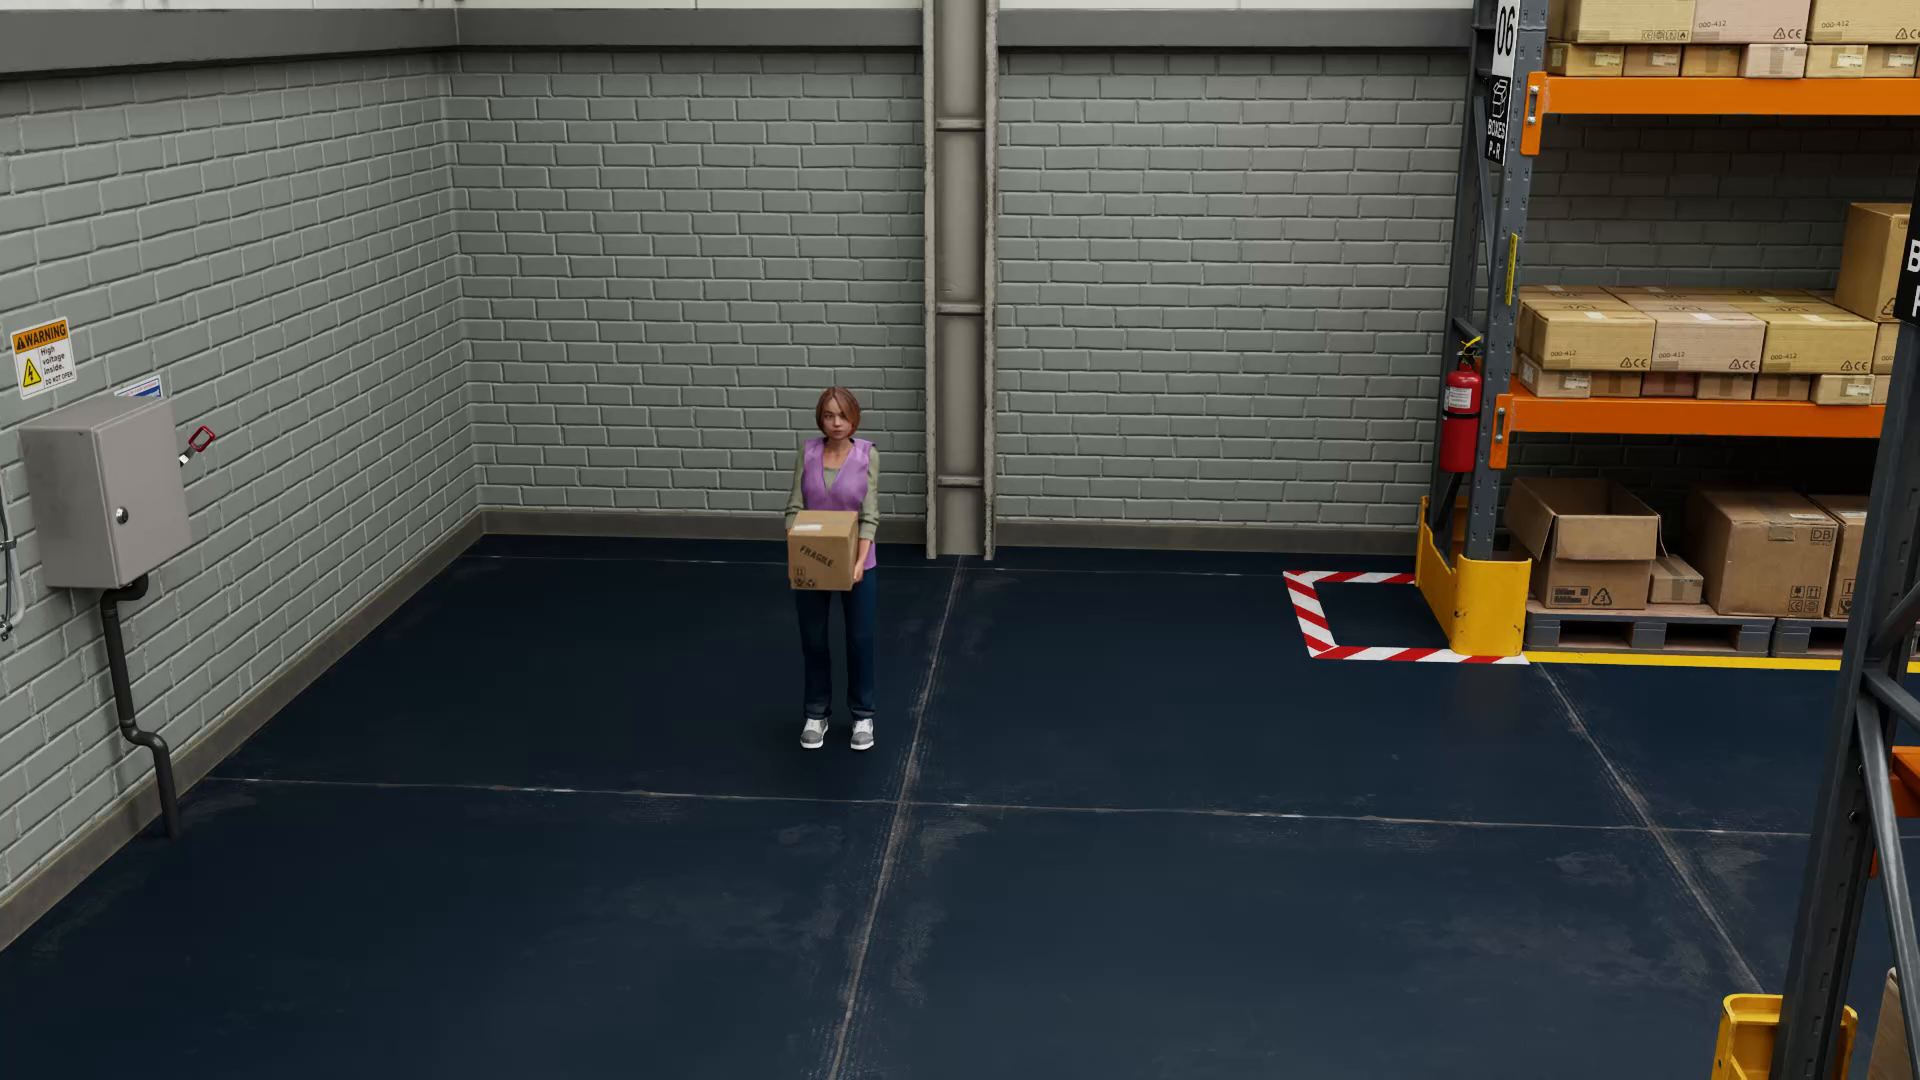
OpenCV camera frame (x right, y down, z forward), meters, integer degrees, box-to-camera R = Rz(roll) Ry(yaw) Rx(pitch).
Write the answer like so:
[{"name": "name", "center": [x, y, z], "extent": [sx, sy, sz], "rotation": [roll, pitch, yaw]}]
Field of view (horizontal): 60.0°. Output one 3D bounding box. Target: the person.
[{"name": "person", "center": [-0.543, 0.151, 7.106], "extent": [0.404, 1.594, 0.494], "rotation": [2, 18, 5]}]
